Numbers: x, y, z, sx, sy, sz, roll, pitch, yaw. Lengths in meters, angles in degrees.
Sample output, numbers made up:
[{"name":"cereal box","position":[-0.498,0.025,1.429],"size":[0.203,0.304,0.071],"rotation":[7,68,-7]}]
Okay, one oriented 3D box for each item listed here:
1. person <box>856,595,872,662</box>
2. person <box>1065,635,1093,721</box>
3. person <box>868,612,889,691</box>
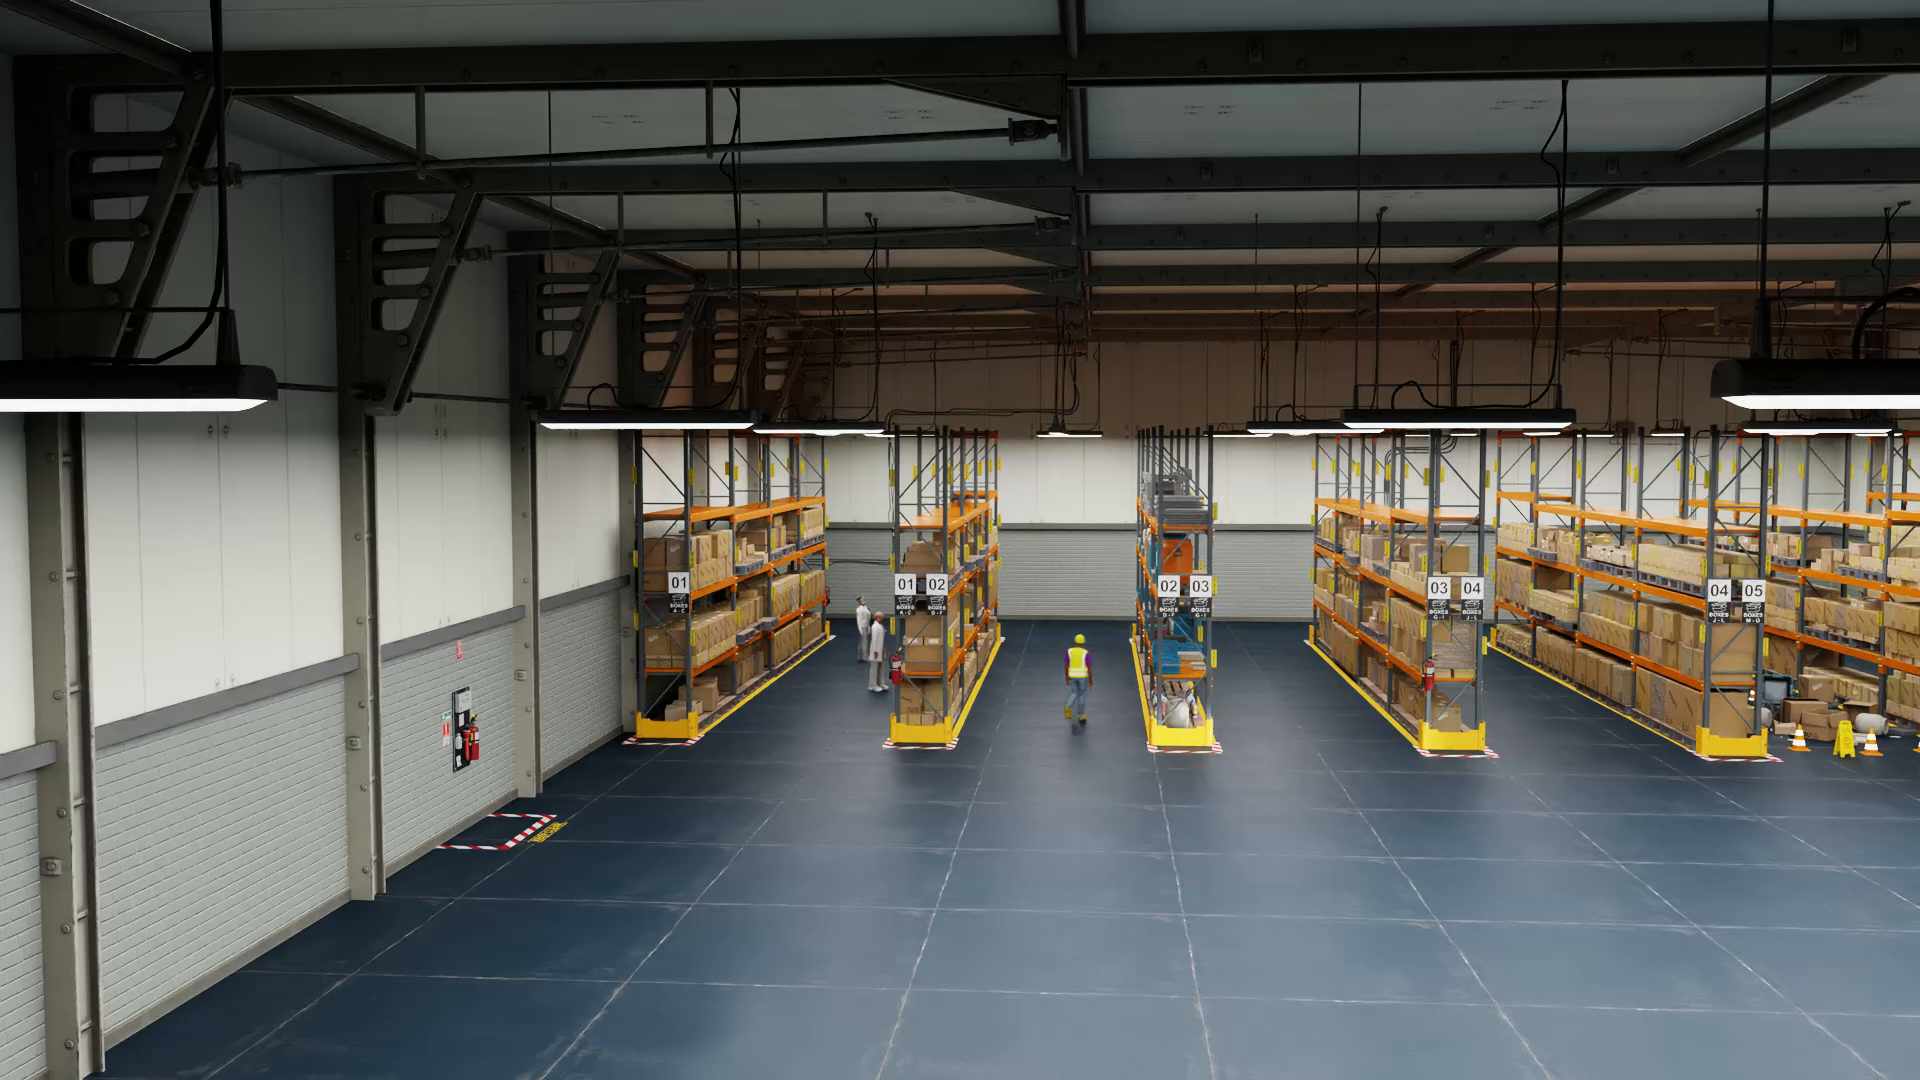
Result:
[{"name":"person","position":[-2.439,2.288,43.199],"size":[0.551,1.686,0.502],"rotation":[1,4,15]},{"name":"person","position":[2.409,2.797,33.818],"size":[0.575,1.757,0.602],"rotation":[3,4,38]},{"name":"person","position":[-1.861,2.540,38.066],"size":[0.460,1.799,0.603],"rotation":[1,4,12]}]
